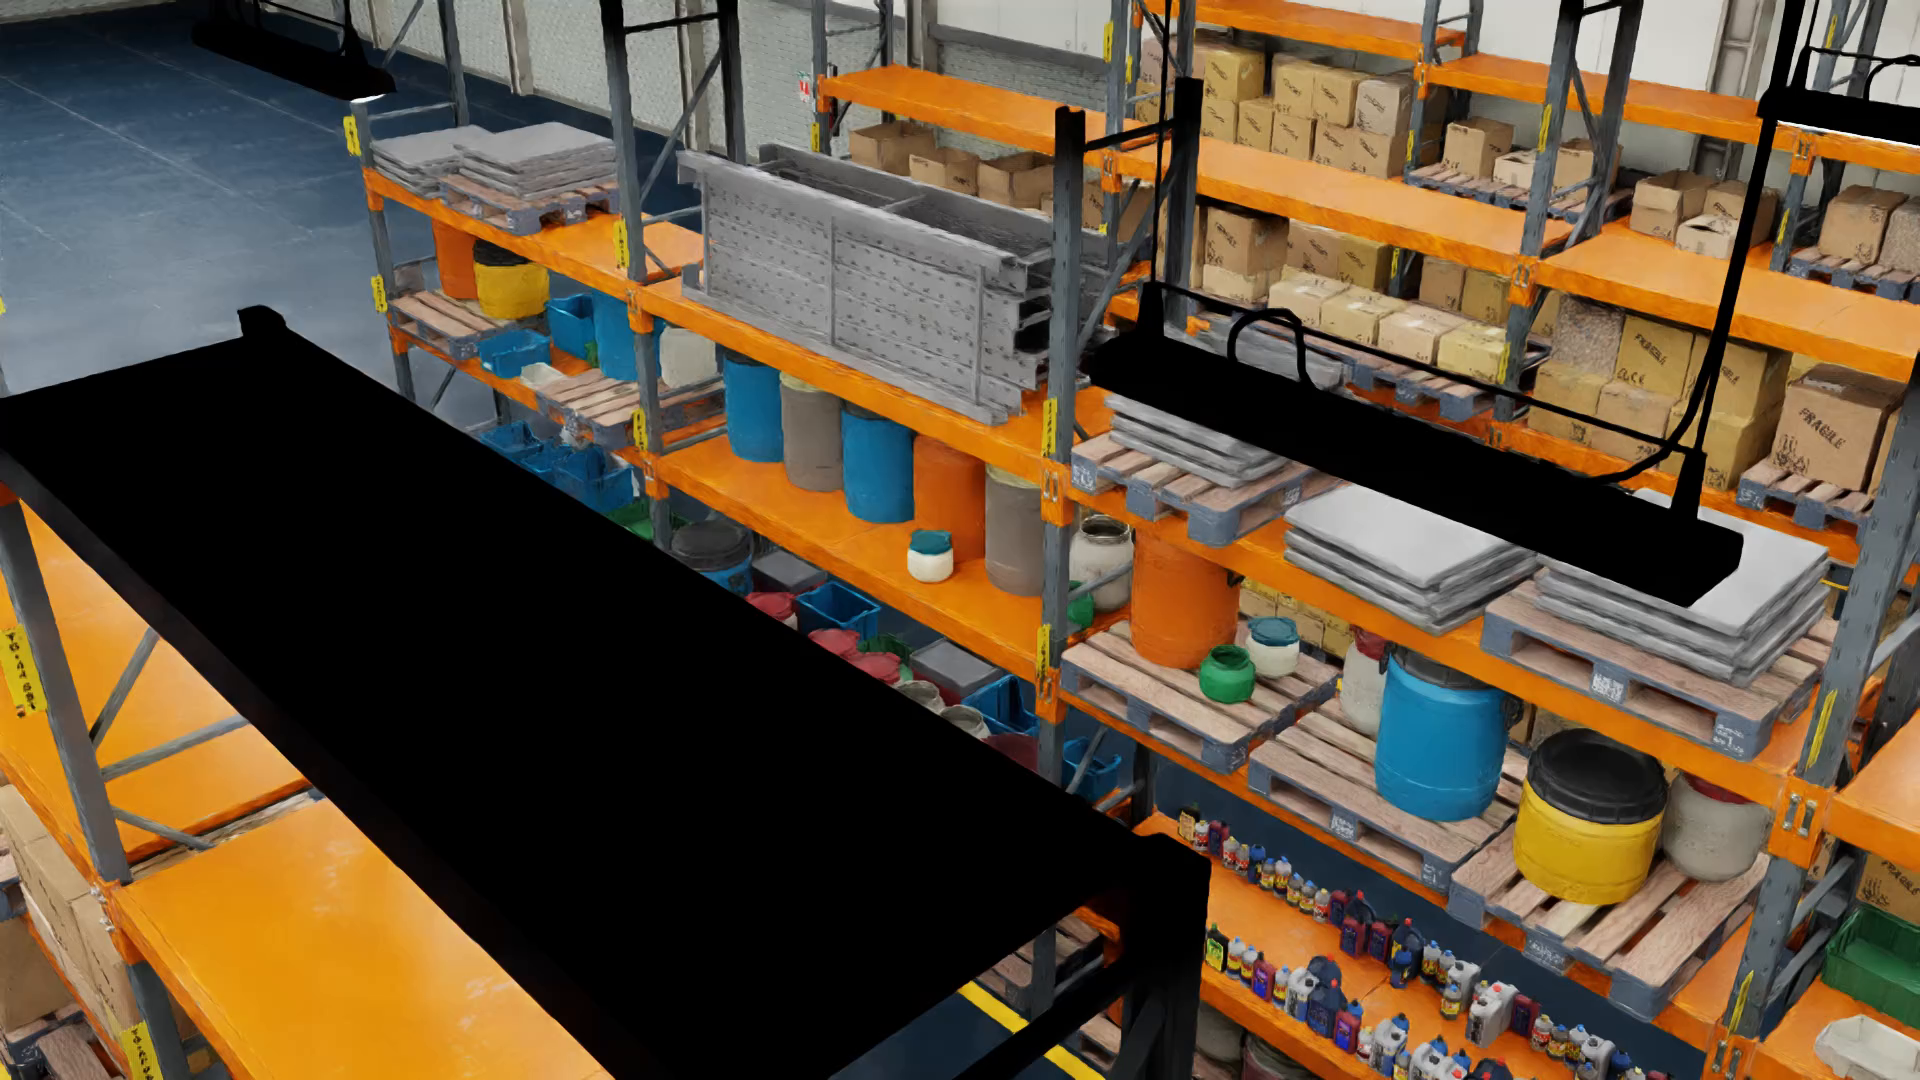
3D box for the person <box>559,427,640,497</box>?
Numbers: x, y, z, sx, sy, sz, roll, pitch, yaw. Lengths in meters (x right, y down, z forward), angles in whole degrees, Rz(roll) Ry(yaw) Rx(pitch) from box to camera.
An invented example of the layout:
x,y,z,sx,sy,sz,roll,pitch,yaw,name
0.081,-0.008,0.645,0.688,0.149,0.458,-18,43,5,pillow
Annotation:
x,y,z,sx,sy,sz,roll,pitch,yaw,name
-3.855,-1.250,17.354,0.901,1.713,0.724,15,32,26,person
